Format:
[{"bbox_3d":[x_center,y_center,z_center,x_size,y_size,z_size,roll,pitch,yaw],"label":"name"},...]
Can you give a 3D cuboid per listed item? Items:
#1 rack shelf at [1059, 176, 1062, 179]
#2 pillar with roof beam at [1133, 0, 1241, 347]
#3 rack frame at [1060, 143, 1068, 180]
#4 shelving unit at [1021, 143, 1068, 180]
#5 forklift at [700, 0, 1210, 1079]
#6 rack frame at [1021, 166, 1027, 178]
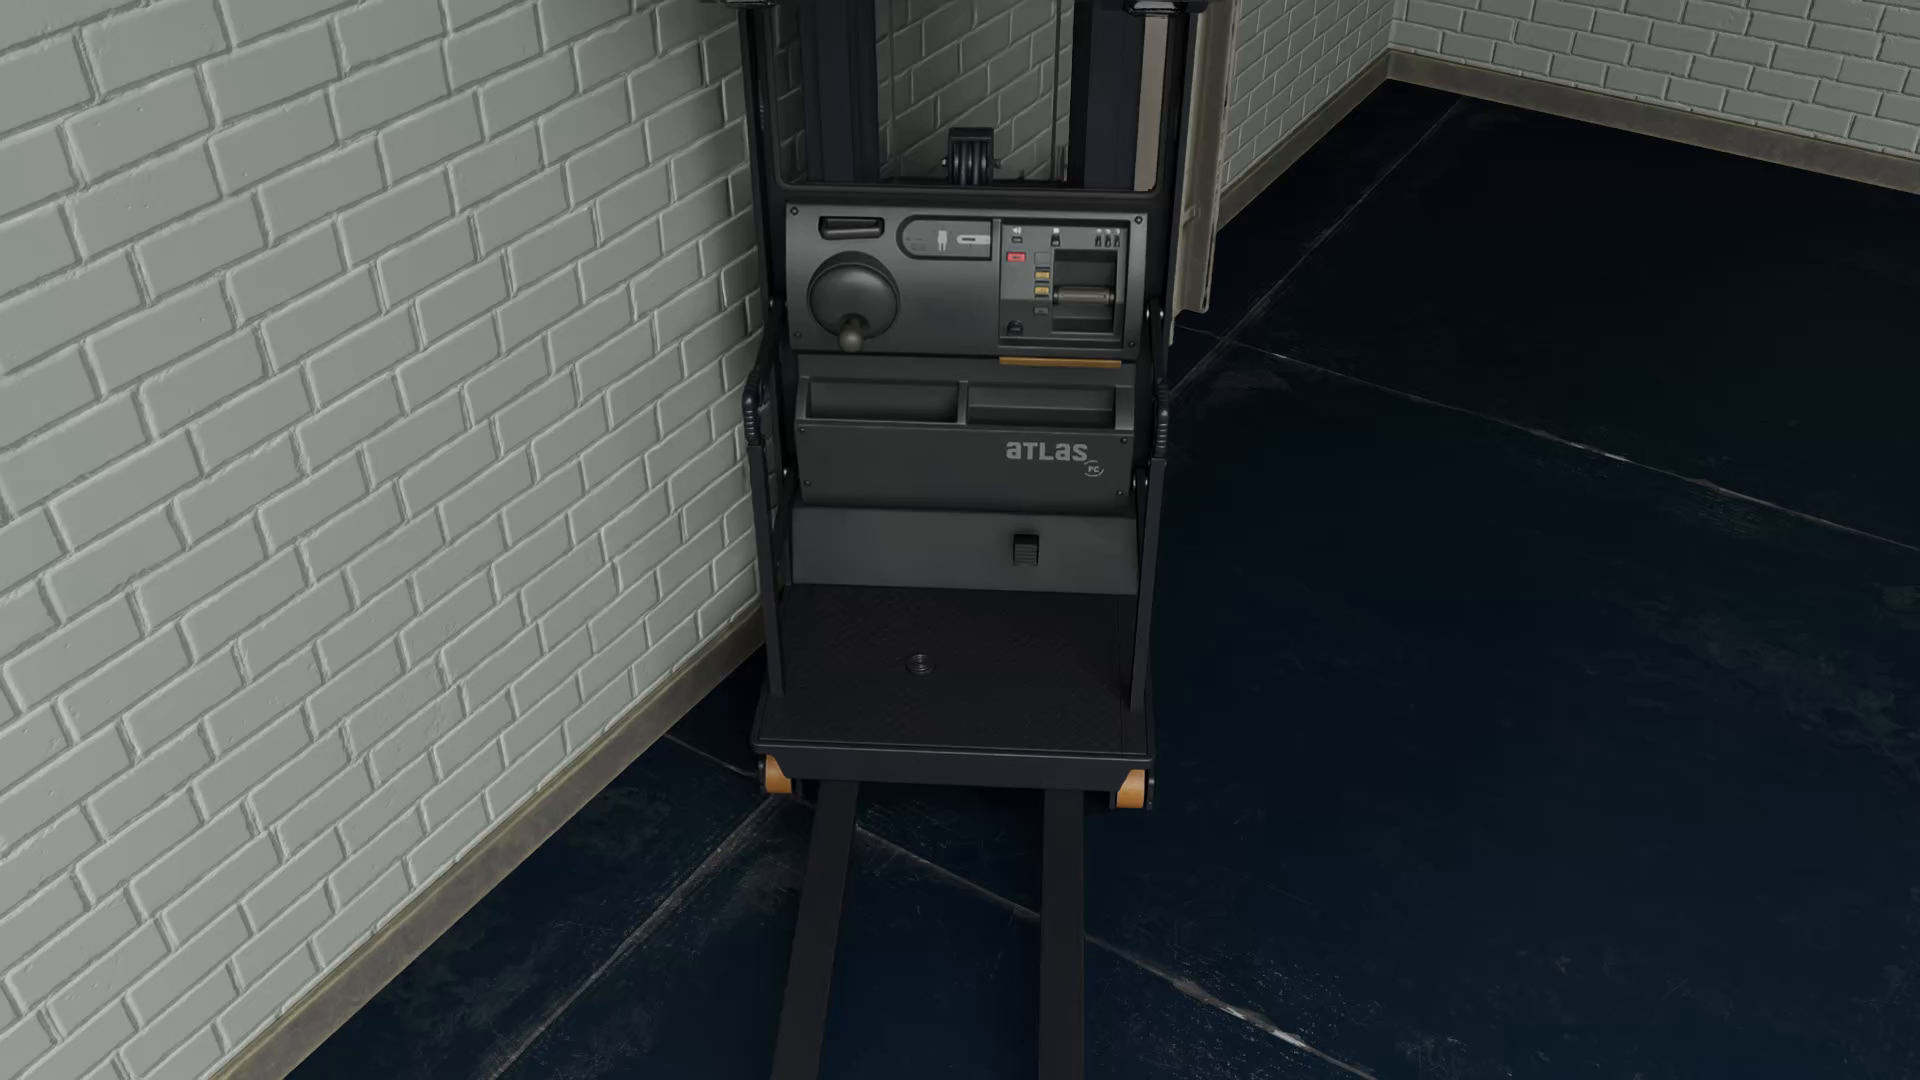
[{"bbox_3d":[0.362,-1.096,5.861,0.215,0.259,0.240,25,44,28],"label":"rack shelf"},{"bbox_3d":[4.451,-3.083,2.378,9.100,9.000,0.400,21,42,25],"label":"pillar with roof beam"},{"bbox_3d":[0.432,-0.938,6.105,0.200,1.050,0.008,25,44,28],"label":"rack frame"},{"bbox_3d":[0.358,-0.880,6.028,0.215,1.050,0.252,25,44,28],"label":"shelving unit"},{"bbox_3d":[0.003,-0.602,4.130,1.130,2.935,3.031,2,38,3],"label":"forklift"},{"bbox_3d":[0.285,-0.821,5.950,0.200,1.050,0.008,25,44,28],"label":"rack frame"}]
